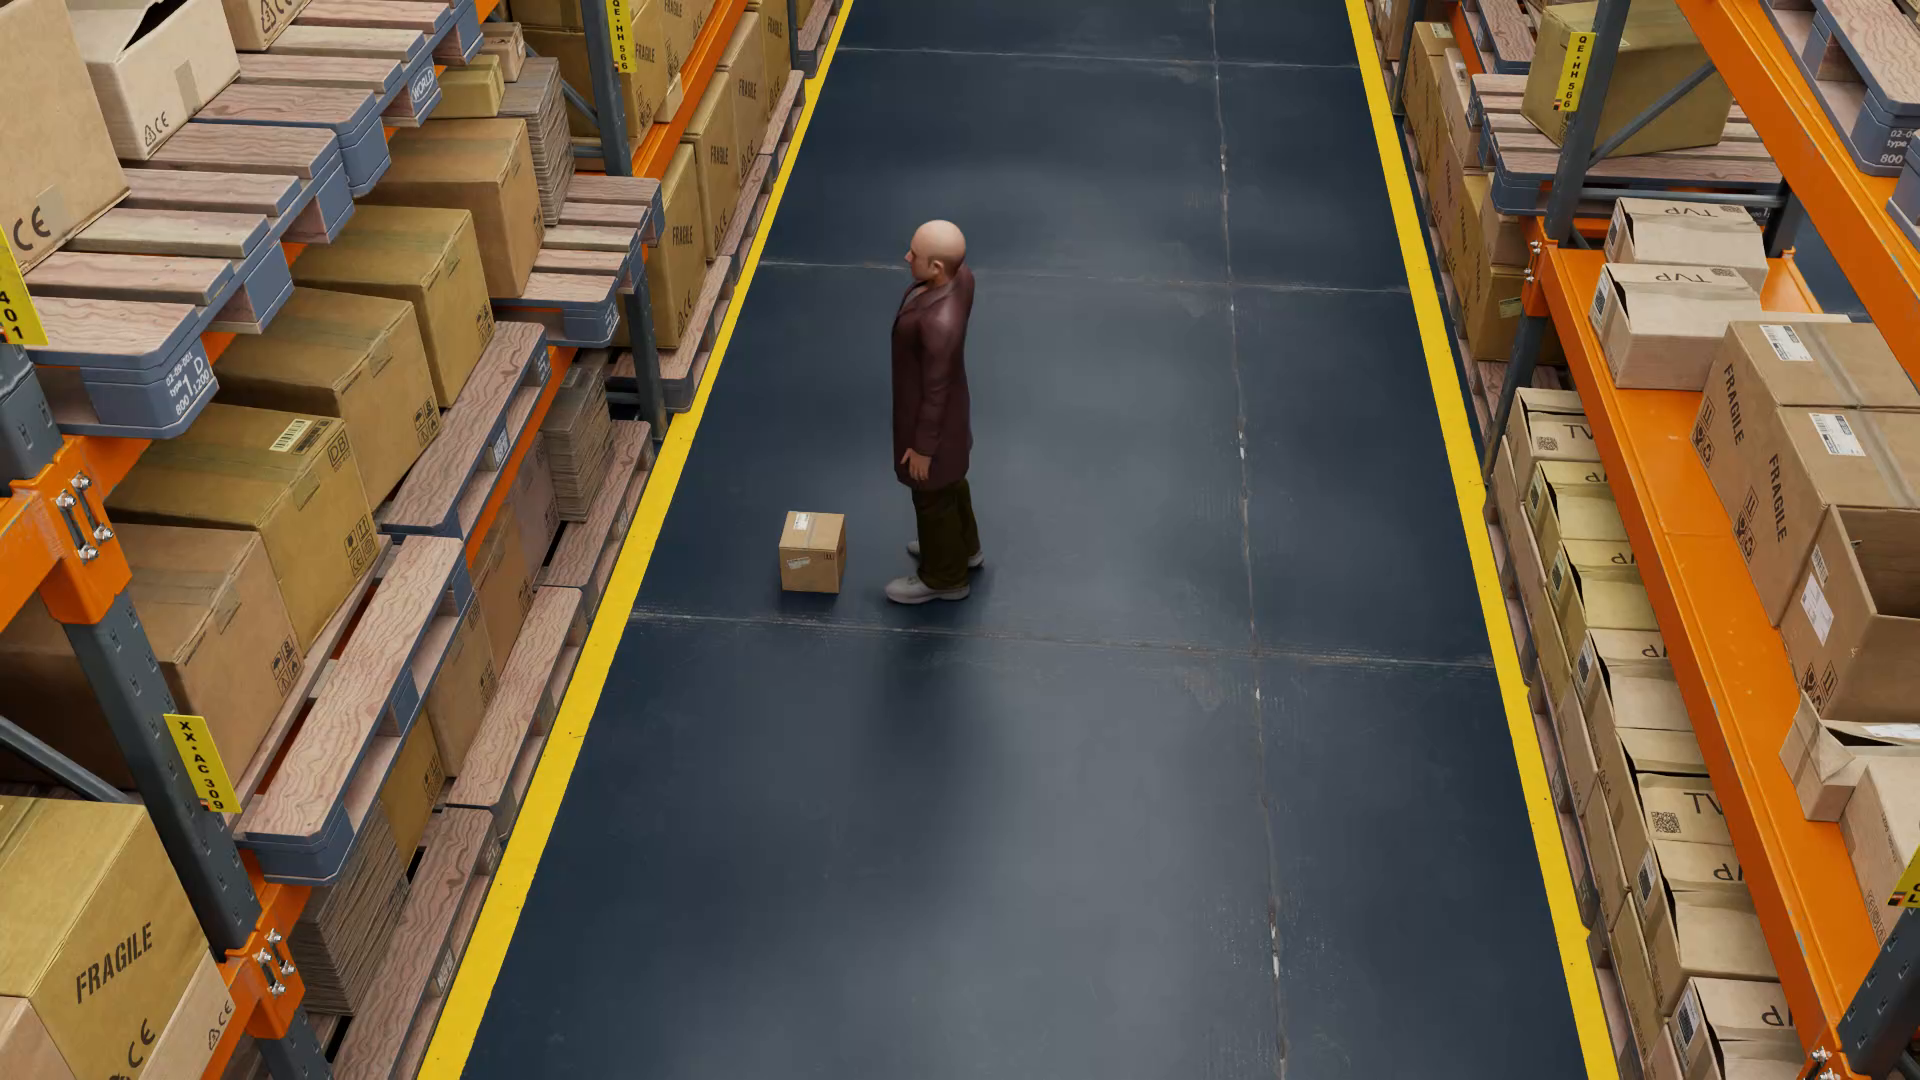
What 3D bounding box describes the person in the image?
[{"bbox_3d":[-0.112,-0.489,6.773,0.415,1.806,0.582,3,40,4],"label":"person"}]
